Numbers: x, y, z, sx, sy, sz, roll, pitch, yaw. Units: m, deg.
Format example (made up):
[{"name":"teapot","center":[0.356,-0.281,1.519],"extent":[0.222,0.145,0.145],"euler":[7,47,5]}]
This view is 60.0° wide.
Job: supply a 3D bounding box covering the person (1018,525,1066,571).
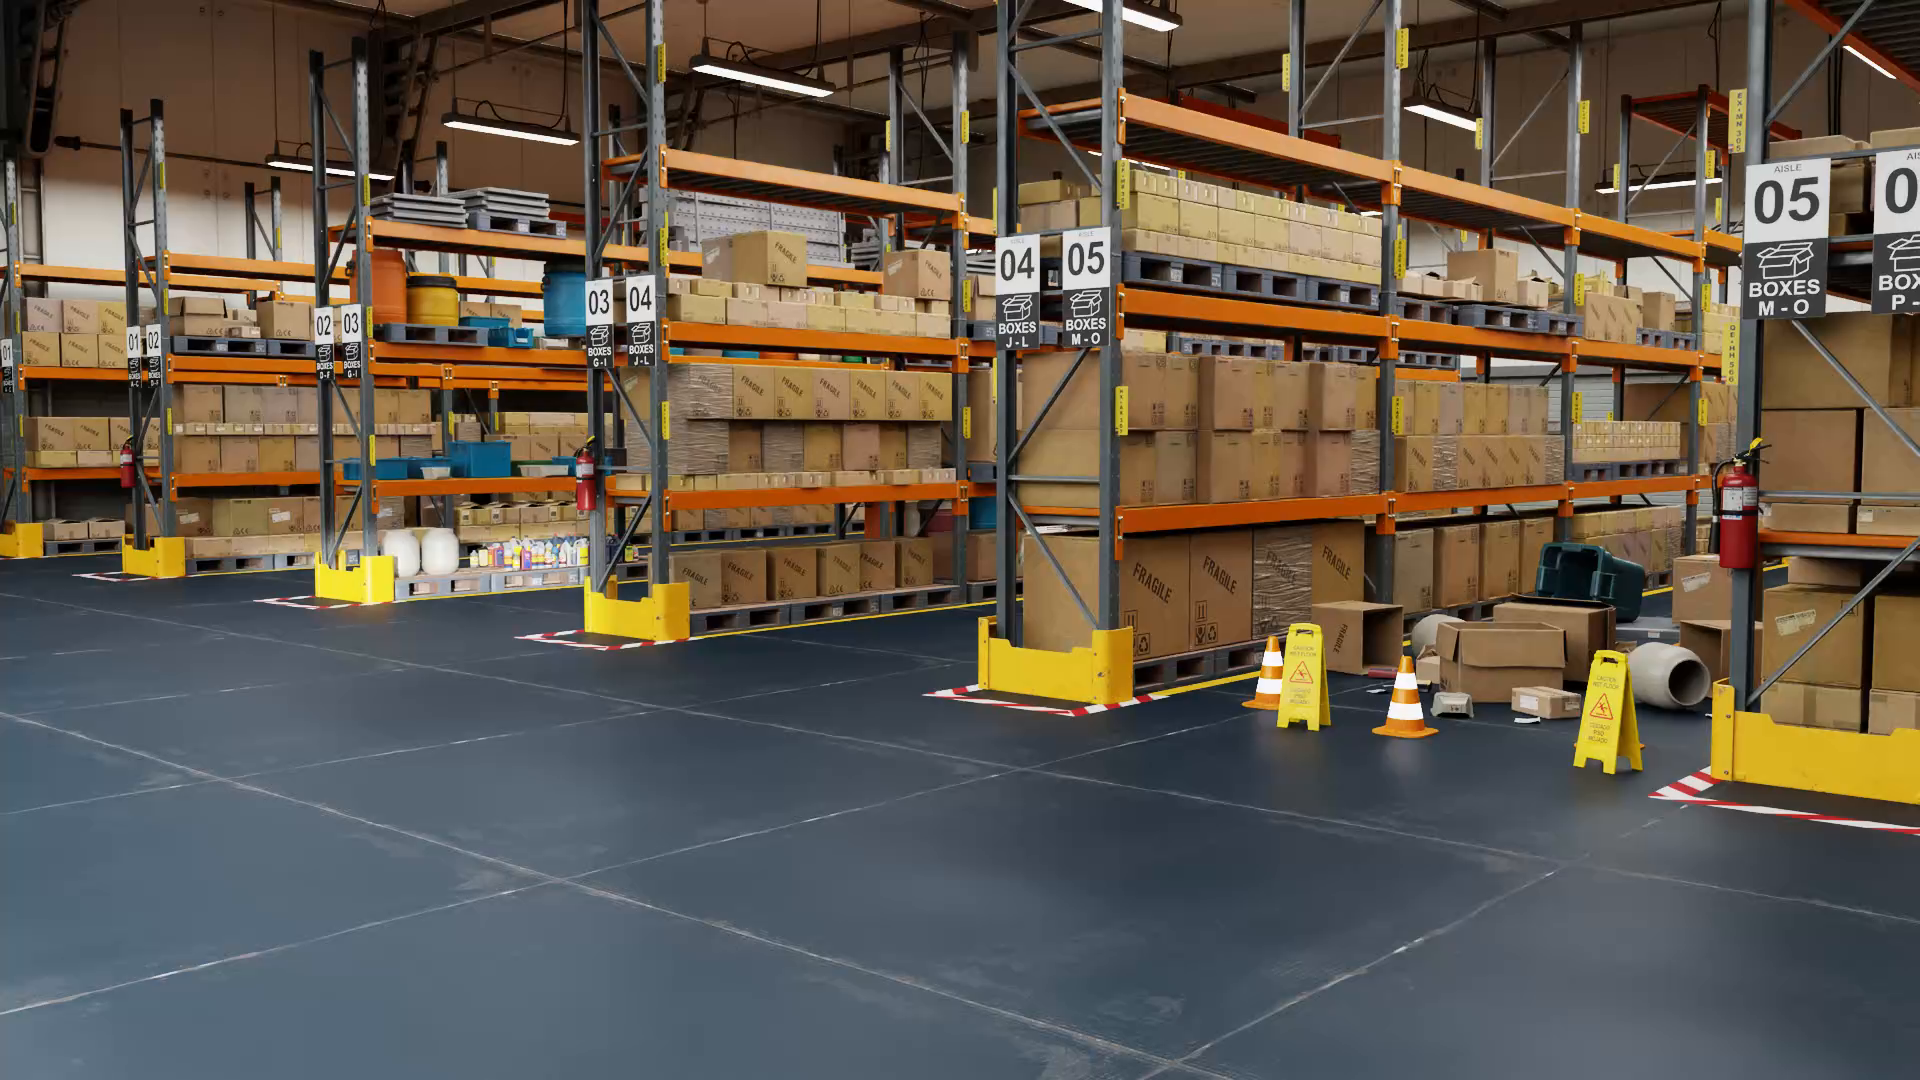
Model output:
[{"name":"person","center":[0.880,0.223,17.202],"extent":[0.496,1.005,0.841],"euler":[2,4,27]}]
